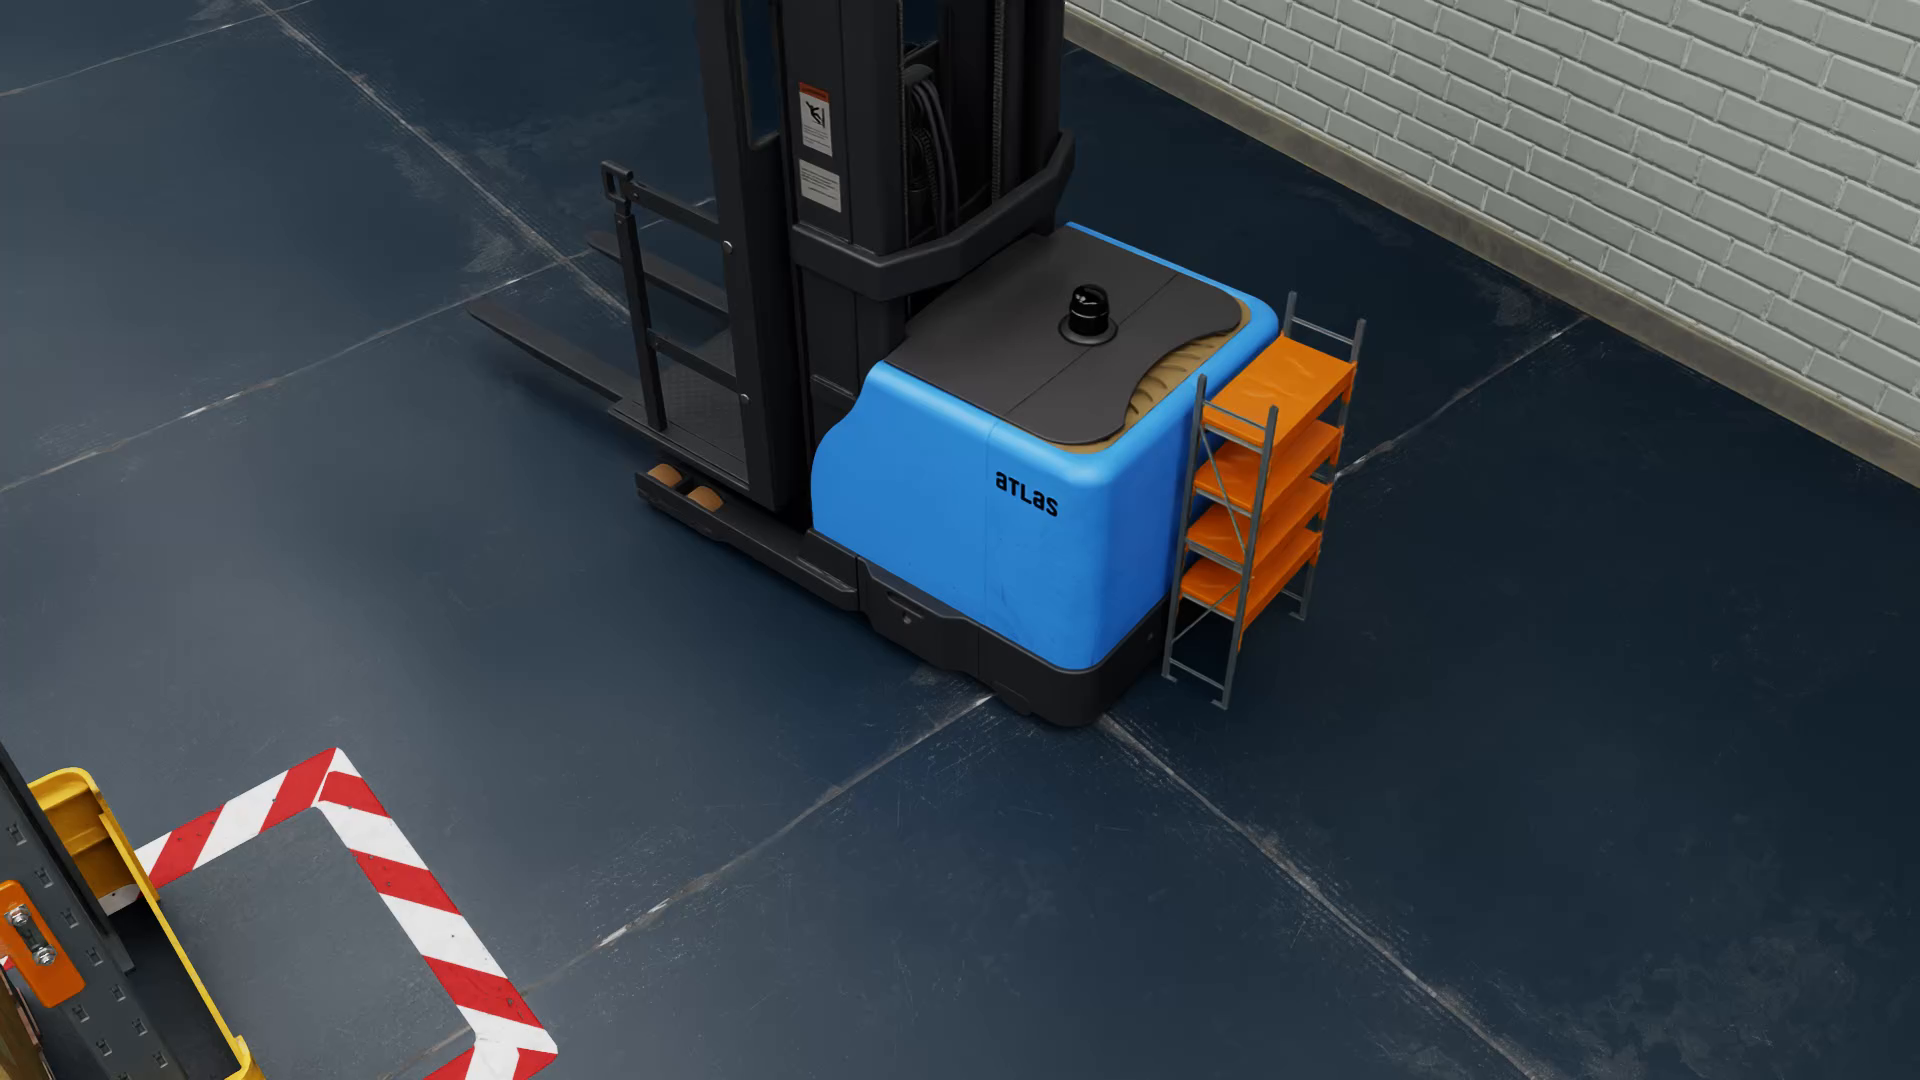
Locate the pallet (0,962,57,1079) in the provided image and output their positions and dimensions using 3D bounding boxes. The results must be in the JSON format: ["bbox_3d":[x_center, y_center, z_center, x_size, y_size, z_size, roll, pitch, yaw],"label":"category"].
[{"bbox_3d":[-2.667,1.654,3.835,1.213,0.211,1.003,-30,51,-28],"label":"pallet"}]

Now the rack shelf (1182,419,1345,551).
[{"bbox_3d":[0.889,-0.204,4.863,0.258,0.148,0.480,28,50,27],"label":"rack shelf"}]

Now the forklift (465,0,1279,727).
[{"bbox_3d":[-0.508,-1.343,5.039,3.031,2.935,1.130,28,50,27],"label":"forklift"}]

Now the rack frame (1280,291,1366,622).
[{"bbox_3d":[1.038,-0.222,5.110,0.240,1.200,0.015,28,50,27],"label":"rack frame"}]

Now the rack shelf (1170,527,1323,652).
[{"bbox_3d":[0.889,0.104,5.152,0.258,0.148,0.480,28,50,27],"label":"rack shelf"}]

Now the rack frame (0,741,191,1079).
[{"bbox_3d":[-2.104,0.245,3.298,0.127,3.000,1.000,-30,51,-28],"label":"rack frame"}]

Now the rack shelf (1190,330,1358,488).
[{"bbox_3d":[0.889,-0.377,4.701,0.258,0.148,0.480,28,50,27],"label":"rack shelf"}]

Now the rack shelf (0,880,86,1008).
[{"bbox_3d":[-3.638,1.385,2.609,4.000,0.370,1.077,-30,51,-28],"label":"rack shelf"}]

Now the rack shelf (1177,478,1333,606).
[{"bbox_3d":[0.889,-0.041,5.016,0.258,0.148,0.480,28,50,27],"label":"rack shelf"}]

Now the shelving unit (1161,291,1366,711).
[{"bbox_3d":[0.889,-0.090,4.970,0.258,1.200,0.503,28,50,27],"label":"shelving unit"}]

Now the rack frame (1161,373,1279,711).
[{"bbox_3d":[0.739,0.042,4.829,0.240,1.200,0.015,28,50,27],"label":"rack frame"}]

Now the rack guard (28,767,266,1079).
[{"bbox_3d":[-2.085,1.145,4.165,0.348,0.500,1.175,-30,51,-28],"label":"rack guard"}]
